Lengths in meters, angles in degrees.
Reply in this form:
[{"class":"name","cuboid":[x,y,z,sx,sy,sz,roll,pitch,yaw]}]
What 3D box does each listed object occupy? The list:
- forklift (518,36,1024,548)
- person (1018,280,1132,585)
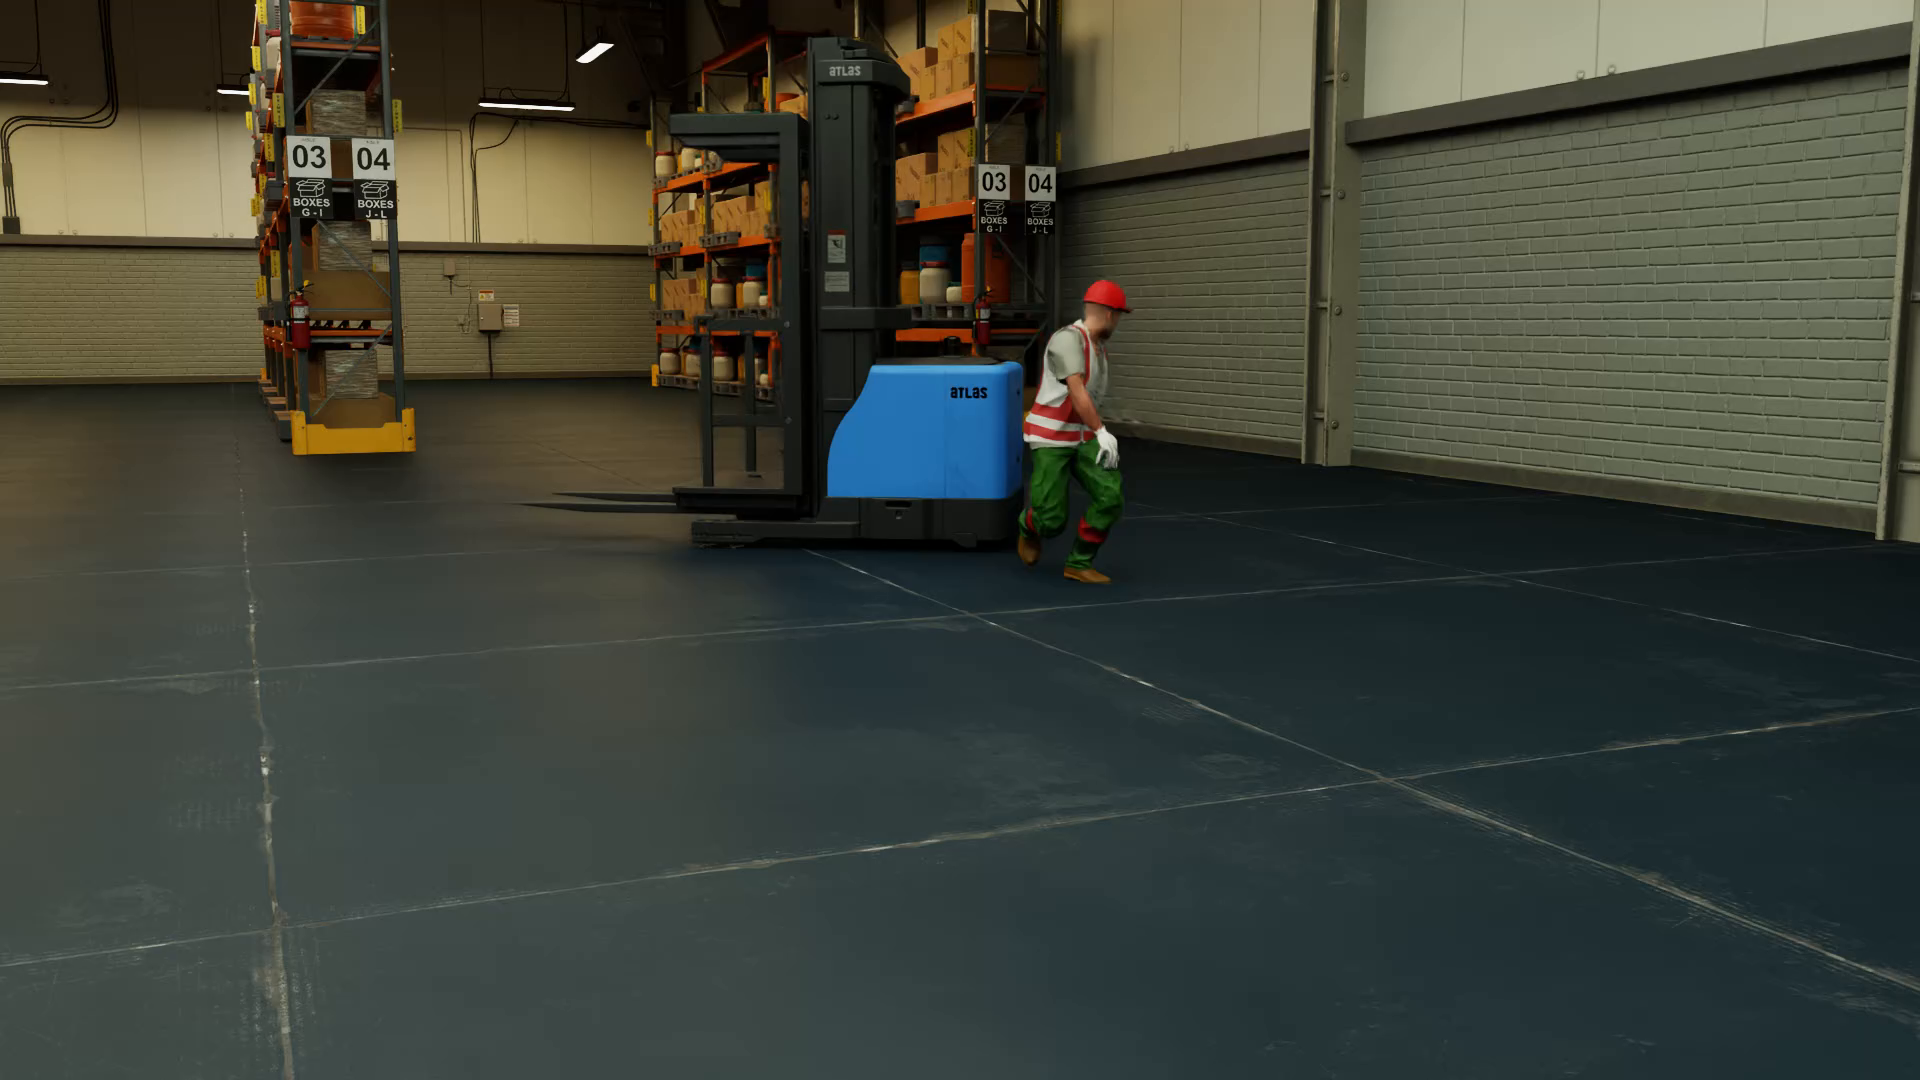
[{"class":"forklift","cuboid":[-1.152,-1.471,10.095,3.031,2.935,1.130,1,8,8]},{"class":"person","cuboid":[0.609,-0.556,8.584,0.662,1.553,0.843,-6,10,-40]}]
